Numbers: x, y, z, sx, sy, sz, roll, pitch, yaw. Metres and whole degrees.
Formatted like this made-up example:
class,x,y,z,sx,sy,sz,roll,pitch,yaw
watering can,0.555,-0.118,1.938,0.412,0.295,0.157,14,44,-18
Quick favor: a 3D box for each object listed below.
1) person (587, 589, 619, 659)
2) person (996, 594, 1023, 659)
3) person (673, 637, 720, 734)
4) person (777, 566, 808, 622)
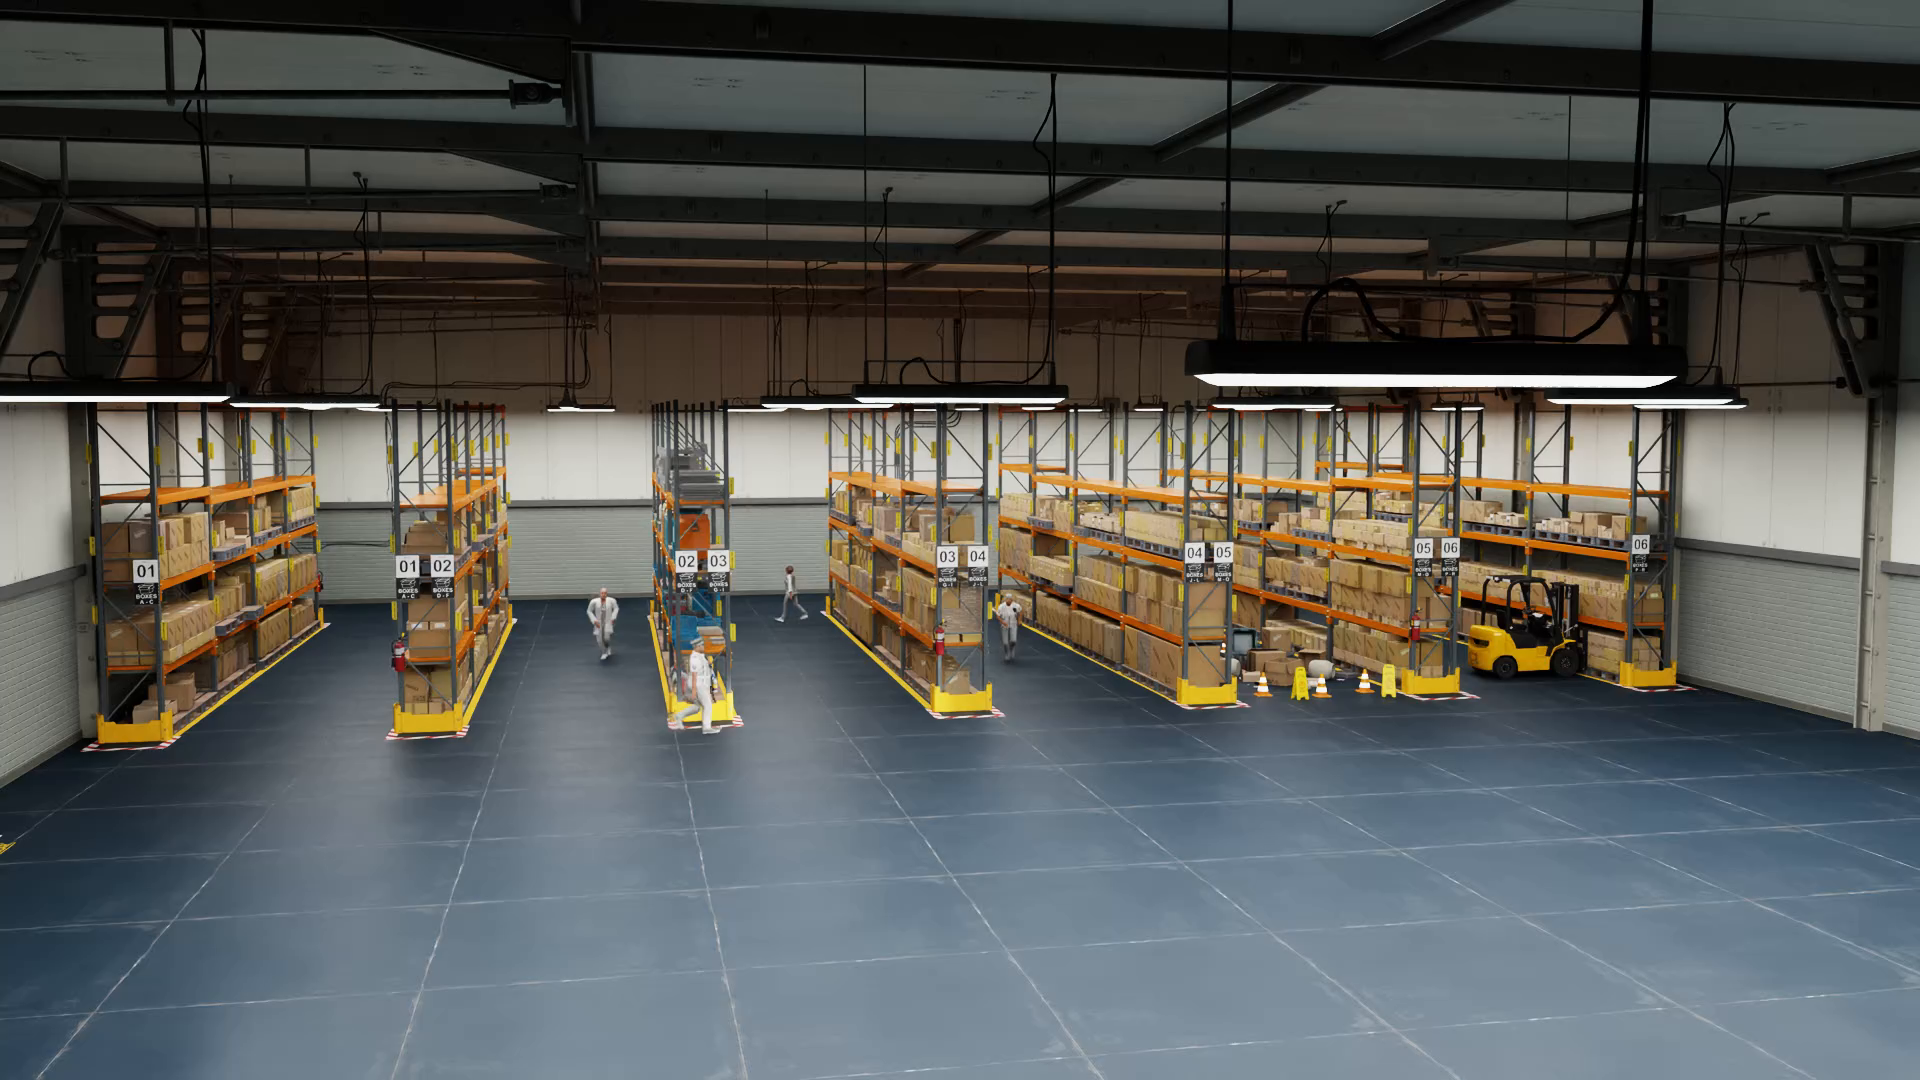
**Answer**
class,x,y,z,sx,sy,sz,roll,pitch,yaw
person,-8.353,1.958,38.918,0.700,1.685,0.666,0,4,-3
person,1.145,2.015,38.736,0.609,1.581,0.753,0,4,0
person,-4.735,2.593,29.827,0.883,1.728,0.561,0,4,2
person,-4.649,1.482,45.933,0.917,1.564,0.430,1,5,18
